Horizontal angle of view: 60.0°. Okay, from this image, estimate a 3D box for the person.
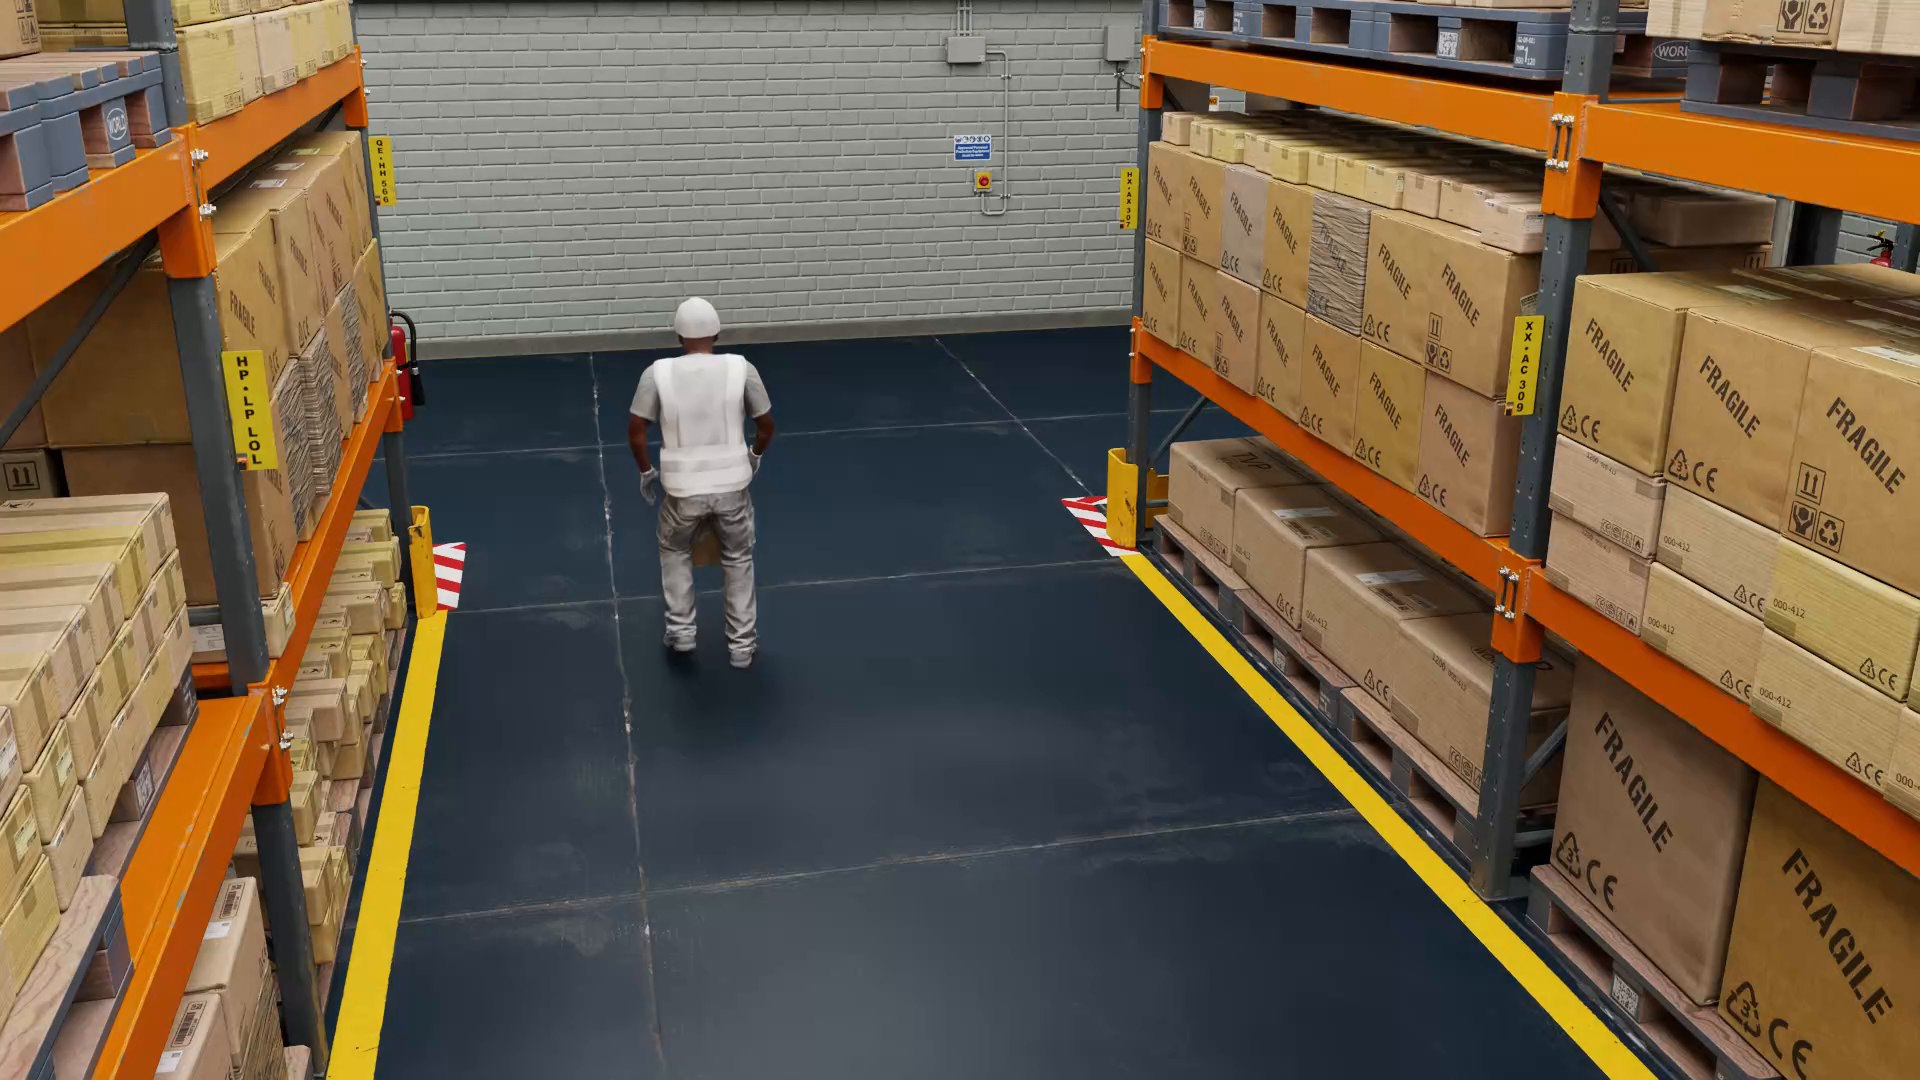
[{"bbox_3d":[-1.217,-0.278,7.912,0.677,1.729,0.545,-3,20,-9],"label":"person"}]
